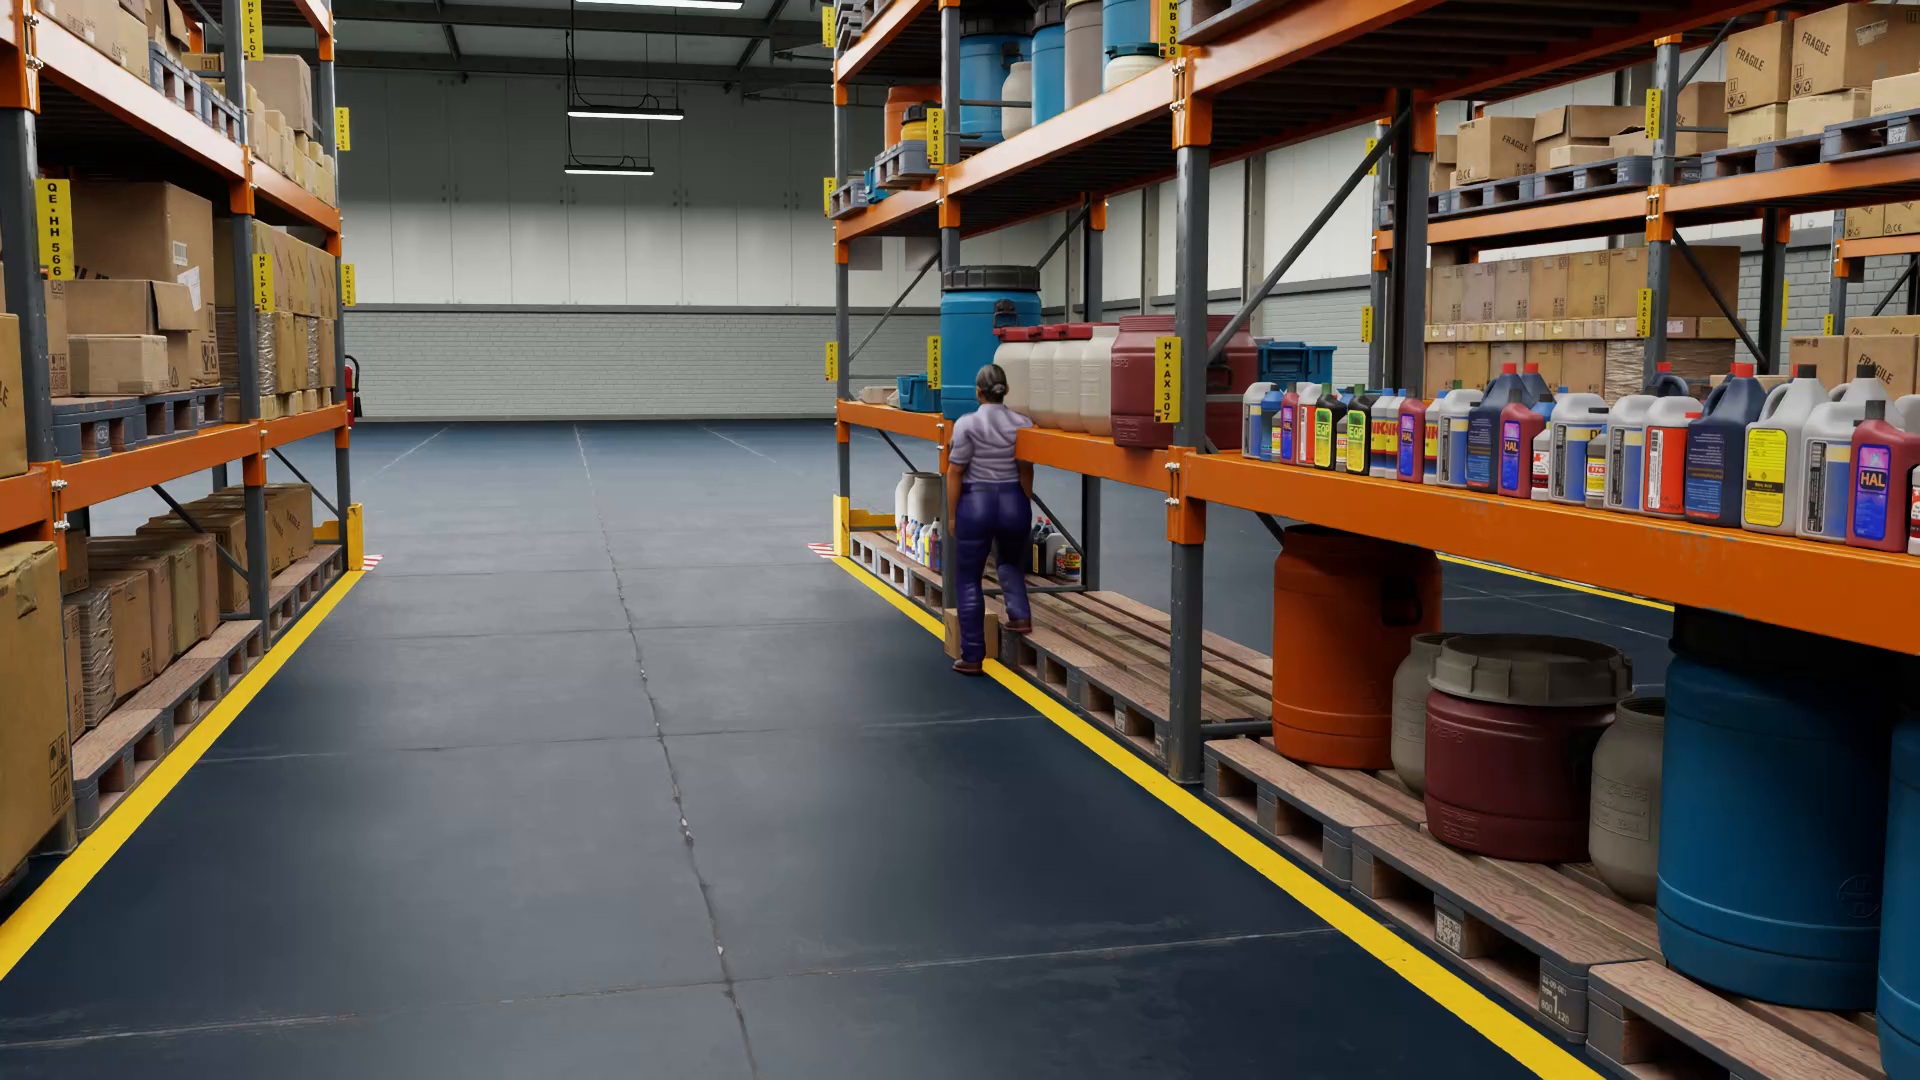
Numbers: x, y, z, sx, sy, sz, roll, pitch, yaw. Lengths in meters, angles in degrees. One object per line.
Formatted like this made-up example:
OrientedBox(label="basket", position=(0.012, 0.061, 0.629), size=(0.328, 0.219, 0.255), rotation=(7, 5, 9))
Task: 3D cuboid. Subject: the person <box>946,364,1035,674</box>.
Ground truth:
OrientedBox(label="person", position=(0.144, -0.116, 8.879), size=(0.473, 1.638, 0.498), rotation=(-1, 6, -12))
